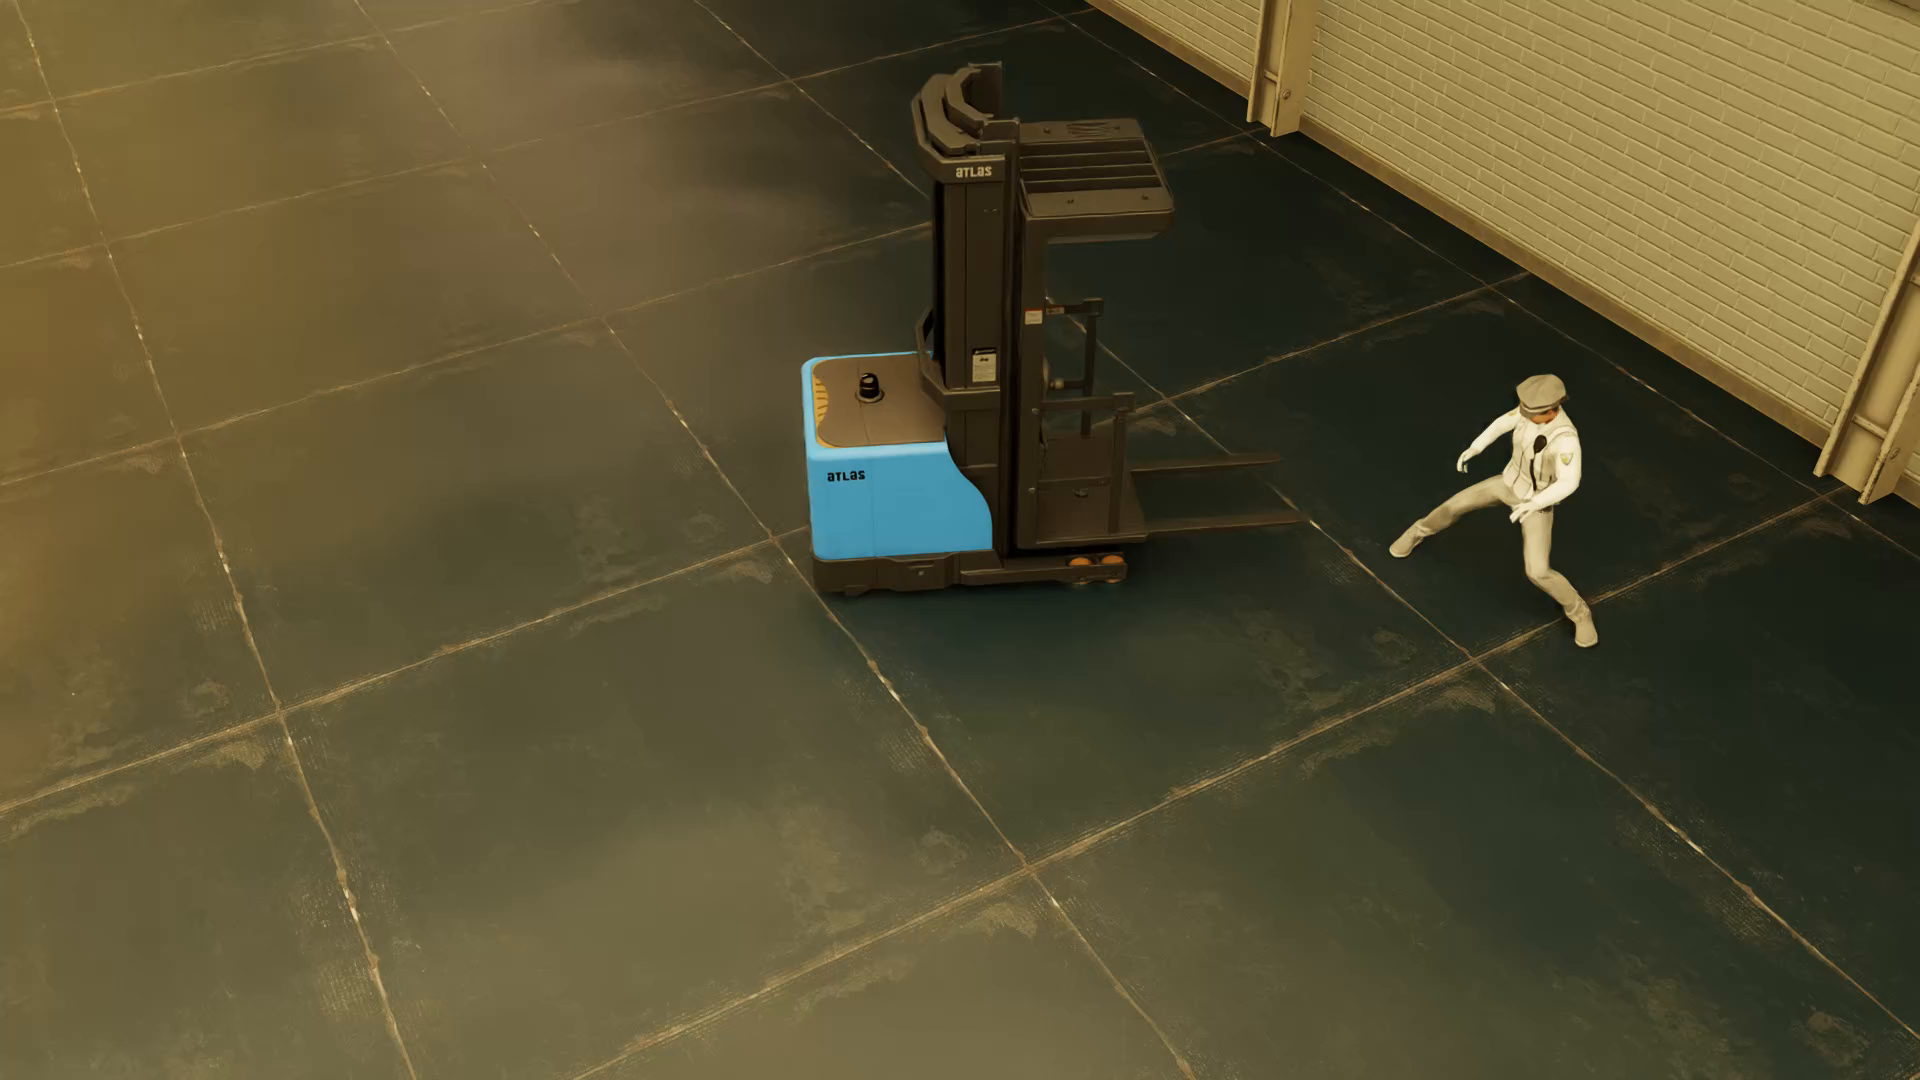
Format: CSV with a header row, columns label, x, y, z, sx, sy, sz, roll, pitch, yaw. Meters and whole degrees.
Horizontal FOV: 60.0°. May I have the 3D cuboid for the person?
label,x,y,z,sx,sy,sz,roll,pitch,yaw
person,3.163,-0.246,9.470,0.794,1.474,1.246,-11,41,-13

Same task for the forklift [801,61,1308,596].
label,x,y,z,sx,sy,sz,roll,pitch,yaw
forklift,0.585,-1.192,9.473,3.031,2.935,1.130,-4,40,-5
